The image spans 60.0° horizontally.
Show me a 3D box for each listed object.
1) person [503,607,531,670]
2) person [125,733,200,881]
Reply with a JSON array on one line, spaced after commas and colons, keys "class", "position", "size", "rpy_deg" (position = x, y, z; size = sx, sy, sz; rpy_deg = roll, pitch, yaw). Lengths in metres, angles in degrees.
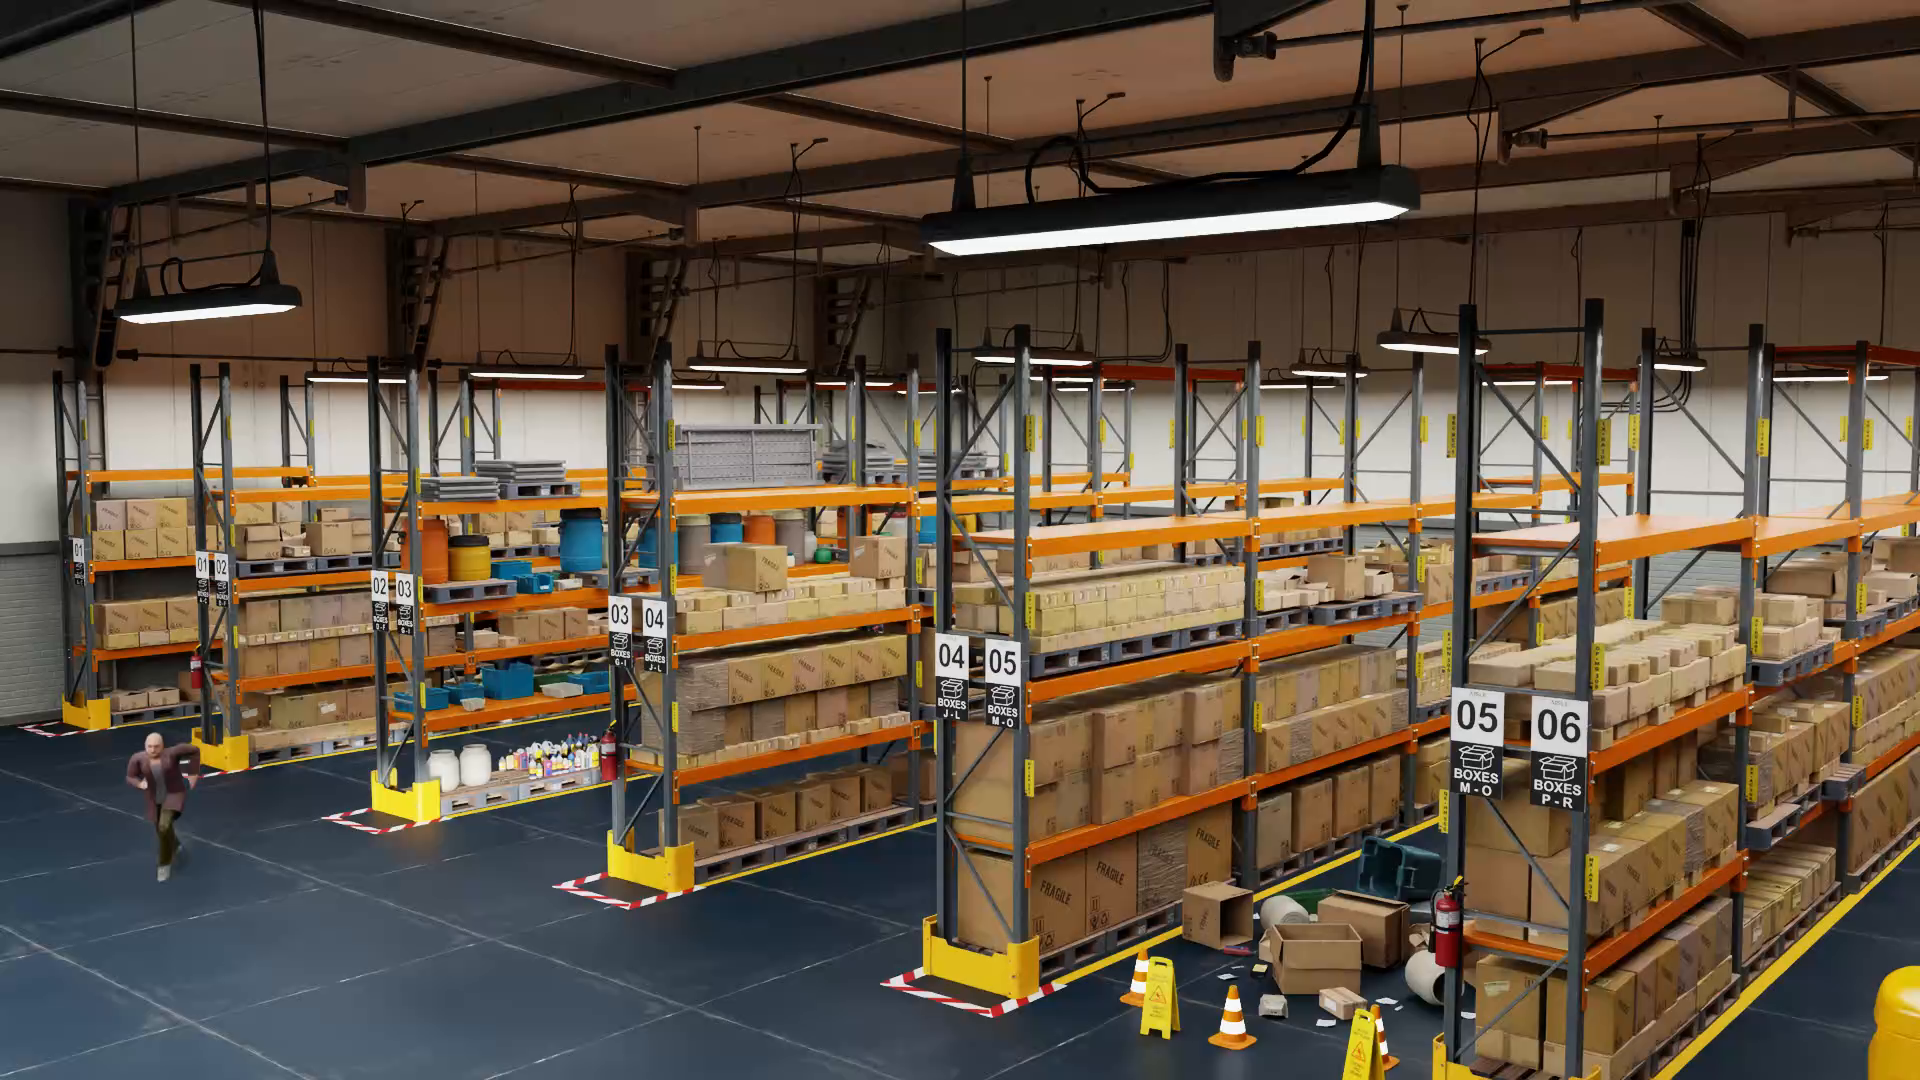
[{"class": "person", "position": [-8.253, 2.114, 31.183], "size": [0.614, 1.715, 0.718], "rpy_deg": [3, 5, 34]}, {"class": "person", "position": [-9.033, 2.992, 18.928], "size": [0.750, 1.732, 1.071], "rpy_deg": [-1, 4, -12]}]
